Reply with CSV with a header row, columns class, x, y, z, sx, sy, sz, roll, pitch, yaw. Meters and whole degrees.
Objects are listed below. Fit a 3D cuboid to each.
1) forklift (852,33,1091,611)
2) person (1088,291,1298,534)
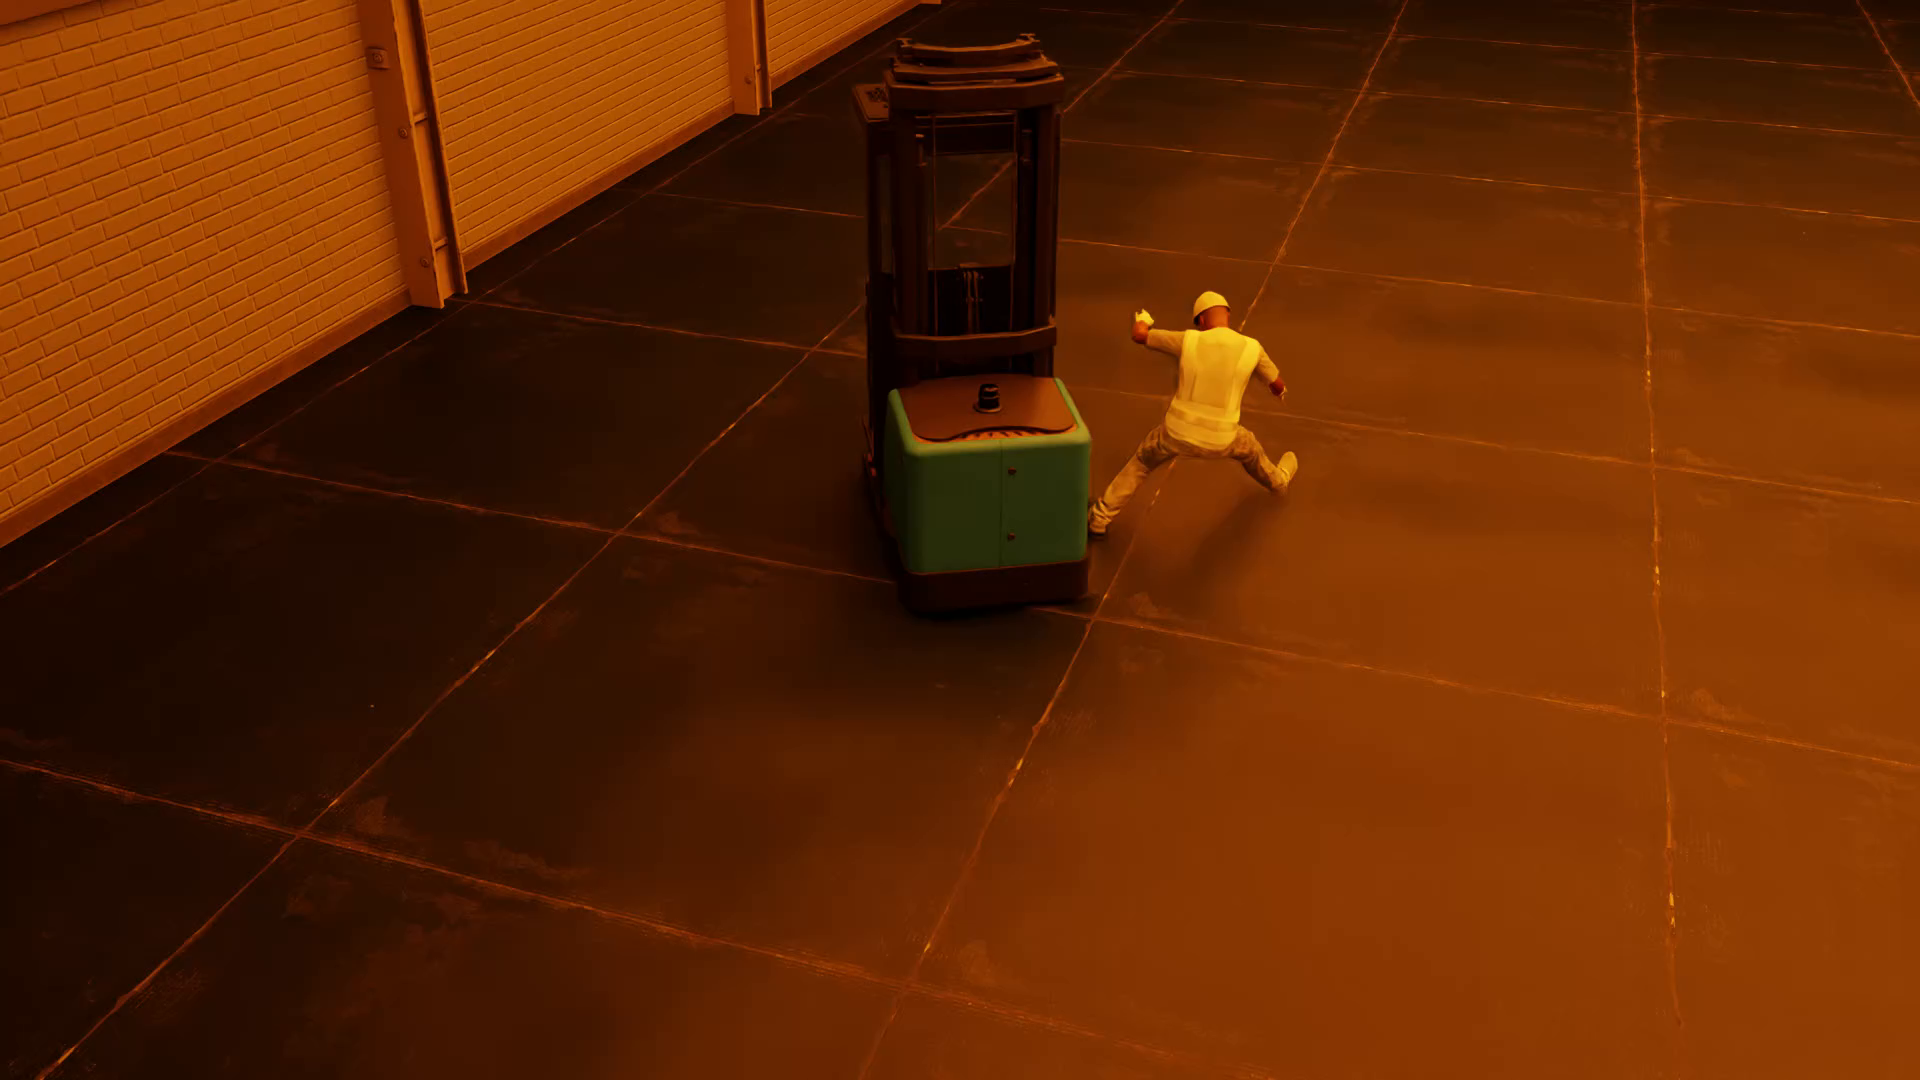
class,x,y,z,sx,sy,sz,roll,pitch,yaw
forklift,-0.024,-1.588,9.921,1.130,2.935,3.031,-5,30,-8
person,1.451,-0.807,10.103,1.253,1.420,0.974,7,30,12
